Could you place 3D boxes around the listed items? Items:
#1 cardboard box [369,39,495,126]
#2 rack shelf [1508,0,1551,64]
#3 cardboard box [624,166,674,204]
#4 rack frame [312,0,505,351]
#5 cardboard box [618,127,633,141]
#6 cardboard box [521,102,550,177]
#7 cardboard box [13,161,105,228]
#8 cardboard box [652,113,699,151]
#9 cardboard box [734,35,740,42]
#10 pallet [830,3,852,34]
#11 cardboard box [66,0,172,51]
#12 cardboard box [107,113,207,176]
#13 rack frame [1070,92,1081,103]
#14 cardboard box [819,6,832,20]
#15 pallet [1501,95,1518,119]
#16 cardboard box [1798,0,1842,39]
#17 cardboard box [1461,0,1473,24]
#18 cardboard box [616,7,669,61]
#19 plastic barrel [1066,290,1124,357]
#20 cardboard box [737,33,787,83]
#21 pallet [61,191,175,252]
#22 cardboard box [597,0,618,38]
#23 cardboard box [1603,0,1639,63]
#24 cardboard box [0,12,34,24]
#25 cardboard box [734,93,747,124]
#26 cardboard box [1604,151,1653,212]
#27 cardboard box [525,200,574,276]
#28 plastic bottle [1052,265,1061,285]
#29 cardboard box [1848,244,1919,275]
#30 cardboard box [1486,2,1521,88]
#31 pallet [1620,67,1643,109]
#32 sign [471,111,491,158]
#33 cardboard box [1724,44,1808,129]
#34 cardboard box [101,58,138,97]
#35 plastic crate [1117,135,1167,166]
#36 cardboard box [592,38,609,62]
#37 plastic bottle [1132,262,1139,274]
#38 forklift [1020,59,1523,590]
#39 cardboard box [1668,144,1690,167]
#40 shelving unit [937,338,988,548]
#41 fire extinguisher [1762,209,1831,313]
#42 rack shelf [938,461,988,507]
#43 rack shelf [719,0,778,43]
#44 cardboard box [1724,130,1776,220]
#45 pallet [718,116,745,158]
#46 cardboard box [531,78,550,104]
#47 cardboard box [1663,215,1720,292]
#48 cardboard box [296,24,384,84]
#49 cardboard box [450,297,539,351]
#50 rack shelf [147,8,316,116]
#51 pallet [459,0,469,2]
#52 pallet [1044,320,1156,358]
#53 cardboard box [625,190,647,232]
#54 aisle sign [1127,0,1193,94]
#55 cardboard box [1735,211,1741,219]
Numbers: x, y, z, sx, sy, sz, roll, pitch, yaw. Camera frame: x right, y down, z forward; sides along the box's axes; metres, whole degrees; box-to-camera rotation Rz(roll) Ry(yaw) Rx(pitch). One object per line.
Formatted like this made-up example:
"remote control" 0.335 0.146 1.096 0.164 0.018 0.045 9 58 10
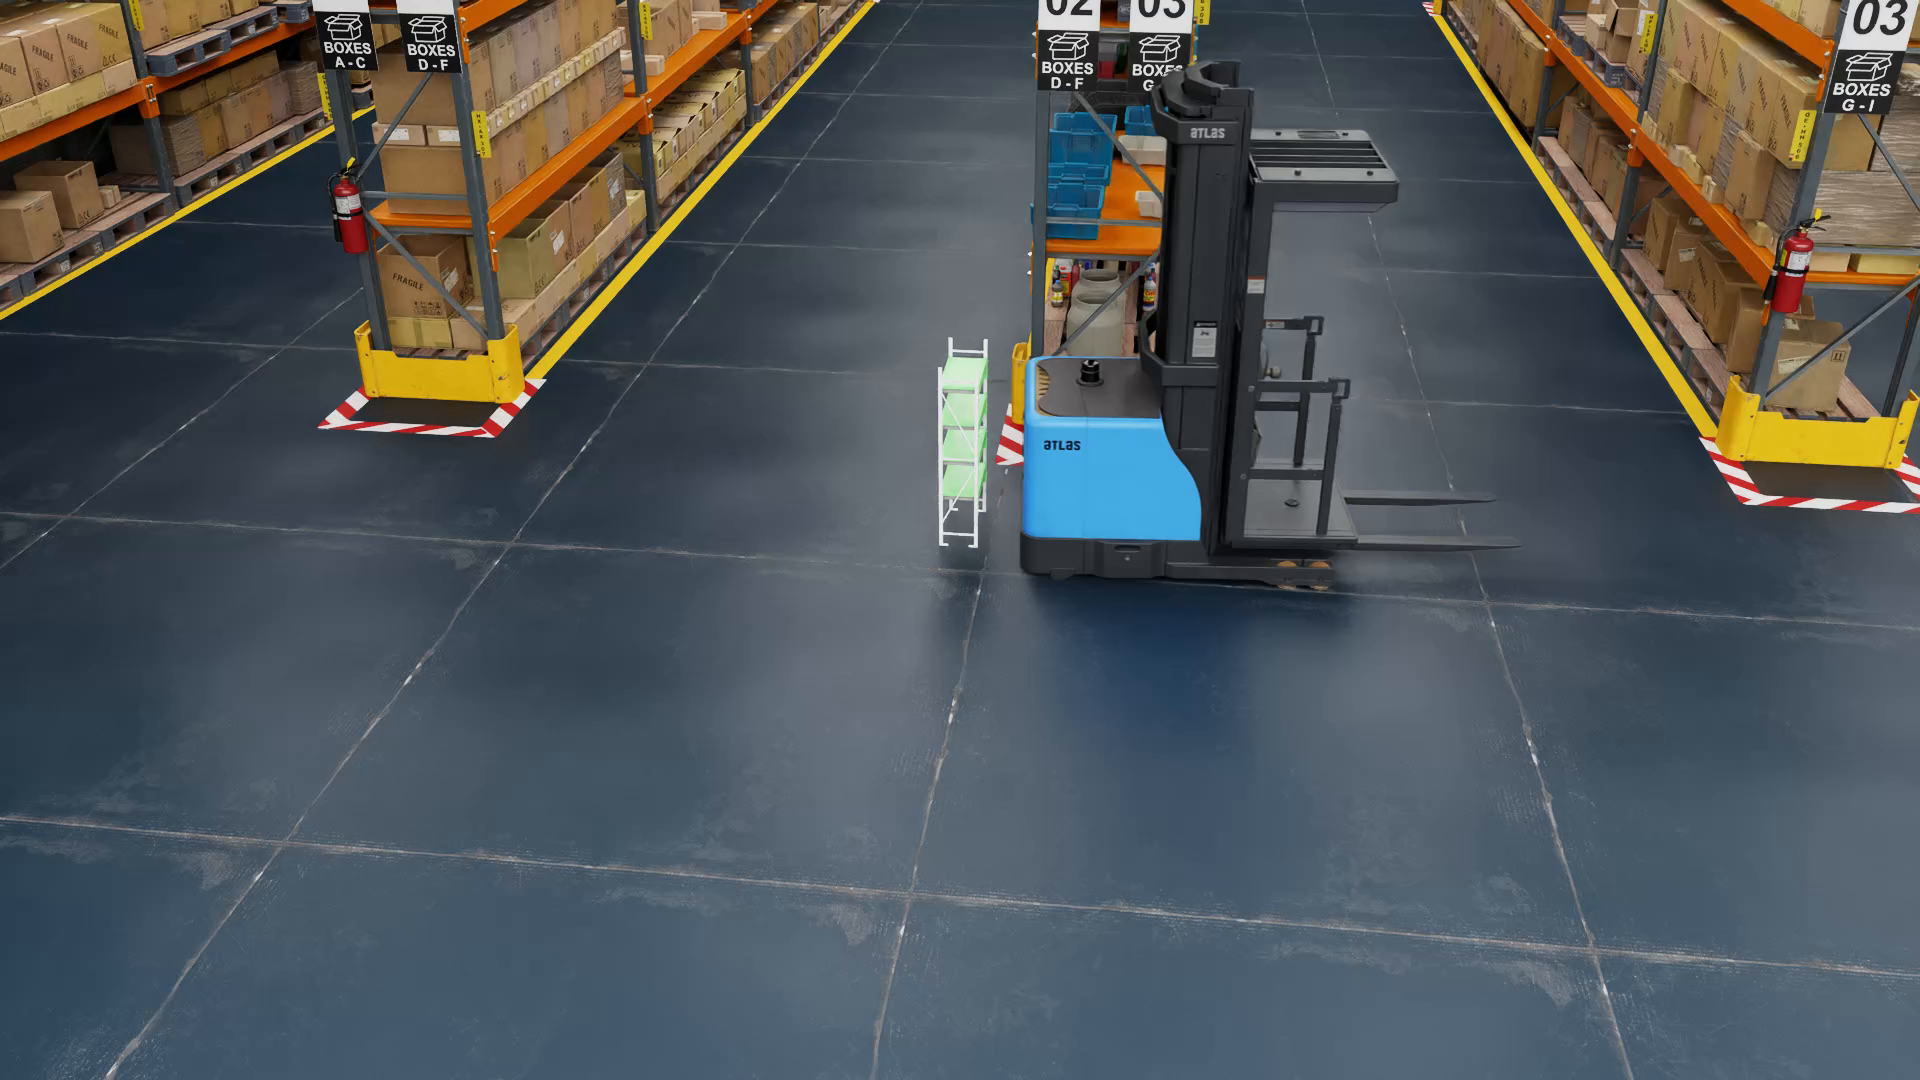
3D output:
"cardboard box" -3.831 -3.324 12.076 0.700 0.500 0.500 3 29 6
"rack shelf" 7.149 -6.278 19.790 1.077 0.370 4.000 3 28 6
"cardboard box" -3.122 -3.497 16.327 0.500 0.250 0.500 3 28 5
"rack frame" -3.908 -2.465 11.954 1.000 3.000 0.127 3 28 6
"cardboard box" -3.595 -4.021 16.709 0.500 0.311 0.500 4 29 8
"cardboard box" -3.712 -3.208 13.230 0.700 0.500 0.500 4 29 7
"cardboard box" -8.422 -3.236 15.558 0.500 0.500 0.500 1 28 2
"cardboard box" -2.991 -4.228 17.092 0.500 0.311 0.500 2 28 5
"cardboard box" -2.982 -6.021 20.727 0.500 0.500 0.500 2 28 4
"pallet" -2.205 -7.785 24.769 1.003 0.211 1.213 3 28 6
"cardboard box" -8.238 -5.109 16.293 0.700 0.500 0.500 3 29 6
"cardboard box" -8.261 -4.074 17.114 0.700 0.500 0.500 4 29 8
"rack frame" 1.498 -4.058 14.912 1.000 3.000 0.127 3 28 6
"cardboard box" -2.075 -7.652 24.107 0.380 0.166 0.250 3 28 6
"pallet" 7.227 -5.365 20.277 1.003 0.211 1.213 3 28 6
"cardboard box" 5.730 -3.383 10.655 0.500 0.250 0.500 4 29 7
"cardboard box" 7.773 -7.934 23.904 0.875 0.875 0.875 3 28 6
"cardboard box" -3.243 -5.000 16.555 0.500 0.500 0.500 5 29 10
"plastic barrel" 1.013 -1.579 12.490 0.421 0.512 0.421 0 28 0
"cardboard box" -2.463 -6.004 20.695 0.500 0.500 0.500 3 28 6
"pallet" -8.382 -3.088 16.051 1.003 0.211 1.213 3 28 6
"cardboard box" -3.466 -4.753 14.729 0.700 0.500 0.500 3 29 6
"cardboard box" 6.534 -4.822 15.778 0.797 0.503 0.637 6 29 11
"cardboard box" -8.666 -4.454 14.994 0.500 0.500 0.500 3 28 6
"cardboard box" -2.750 -4.943 19.011 0.500 0.250 0.500 4 29 7
"cardboard box" 6.587 -3.374 15.815 0.700 0.500 0.500 3 28 6
"cardboard box" -3.513 -2.480 13.649 0.500 0.500 0.500 3 28 6
"plastic bottle" 0.794 -2.119 13.713 0.061 0.283 0.133 4 29 7
"cardboard box" 6.195 -1.897 11.165 0.380 0.149 0.250 3 28 6
"cardboard box" 7.227 -6.062 20.429 1.225 0.875 0.875 2 28 4
"pallet" 6.652 -4.037 15.075 1.003 0.211 1.213 3 28 6
"sign" -3.358 -2.846 11.665 0.100 0.325 0.005 3 28 6
"cardboard box" 5.865 -3.246 11.932 0.500 0.500 0.500 3 28 6
"cardboard box" -8.092 -4.336 15.565 0.500 0.250 0.500 3 29 6
"plastic crate" 1.550 -3.163 13.528 0.530 0.136 0.437 3 28 6
"cardboard box" -3.300 -4.297 14.566 0.380 0.149 0.250 3 28 5
"plastic bottle" 1.512 -2.423 14.277 0.061 0.283 0.133 3 28 6
"forklift" 1.895 -1.248 9.769 3.031 2.935 1.130 1 28 2
"cardboard box" 5.949 -3.106 13.410 0.380 0.149 0.250 3 28 6
"shelving unit" 0.020 -0.606 10.402 0.258 1.200 0.503 3 28 6
"fire extinguisher" 5.452 -1.826 10.850 0.296 0.674 0.183 3 28 6
"rack shelf" 0.020 -0.339 10.546 0.258 0.148 0.480 3 28 6
"rack shelf" -2.682 -6.855 20.862 1.077 0.370 4.000 3 28 6
"cardboard box" 5.960 -2.562 11.715 0.875 0.500 0.500 3 28 6
"pallet" -3.067 -4.617 18.890 1.003 0.211 1.213 3 28 6
"cardboard box" -3.490 -3.573 13.222 0.380 0.149 0.250 3 28 6
"cardboard box" 6.262 -2.398 14.024 0.500 0.500 0.500 13 31 22
"cardboard box" -7.624 -6.093 20.514 0.750 0.750 0.750 3 28 6
"cardboard box" -3.621 -1.678 12.951 0.500 0.250 0.500 3 28 6
"rack shelf" -8.089 -5.258 17.898 1.077 0.370 4.000 3 28 6
"pallet" -3.795 -4.078 11.879 1.003 0.211 1.213 3 28 6
"pallet" 1.075 -1.368 12.859 1.003 0.211 1.213 3 28 6
"cardboard box" -3.258 -3.091 15.573 0.500 0.250 0.500 3 28 6
"aisle sign" 1.290 -3.269 10.706 0.394 0.787 0.004 3 28 6
"cardboard box" 5.882 -2.393 12.086 0.380 0.149 0.250 3 28 6
